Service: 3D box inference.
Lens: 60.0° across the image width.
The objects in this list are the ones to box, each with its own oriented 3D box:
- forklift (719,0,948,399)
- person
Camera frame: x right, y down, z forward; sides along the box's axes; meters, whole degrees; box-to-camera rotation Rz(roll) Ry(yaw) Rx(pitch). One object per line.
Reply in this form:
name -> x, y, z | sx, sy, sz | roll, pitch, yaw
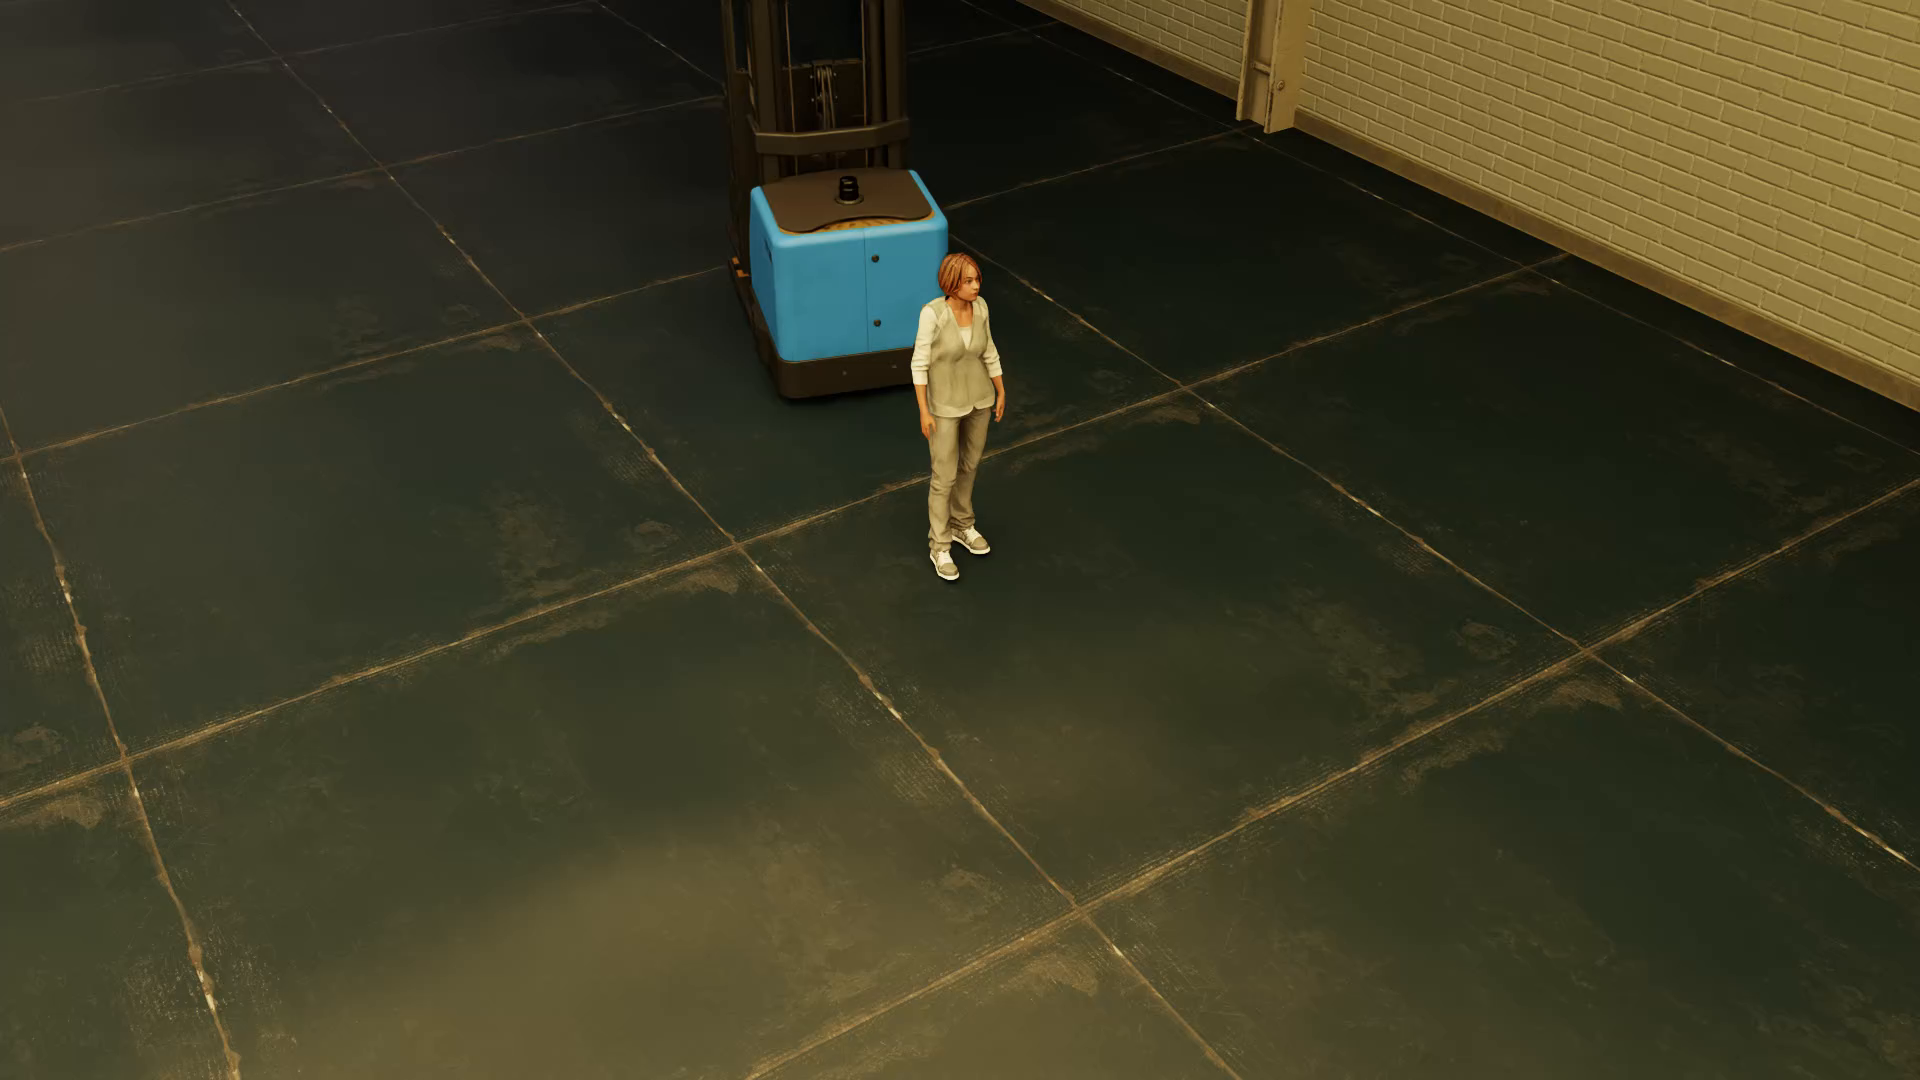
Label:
forklift -> -0.932, -2.874, 10.238 | 1.130, 2.935, 3.031 | -9, 36, -12
person -> 0.028, -0.620, 8.177 | 0.521, 1.596, 0.475 | -21, 40, -27
